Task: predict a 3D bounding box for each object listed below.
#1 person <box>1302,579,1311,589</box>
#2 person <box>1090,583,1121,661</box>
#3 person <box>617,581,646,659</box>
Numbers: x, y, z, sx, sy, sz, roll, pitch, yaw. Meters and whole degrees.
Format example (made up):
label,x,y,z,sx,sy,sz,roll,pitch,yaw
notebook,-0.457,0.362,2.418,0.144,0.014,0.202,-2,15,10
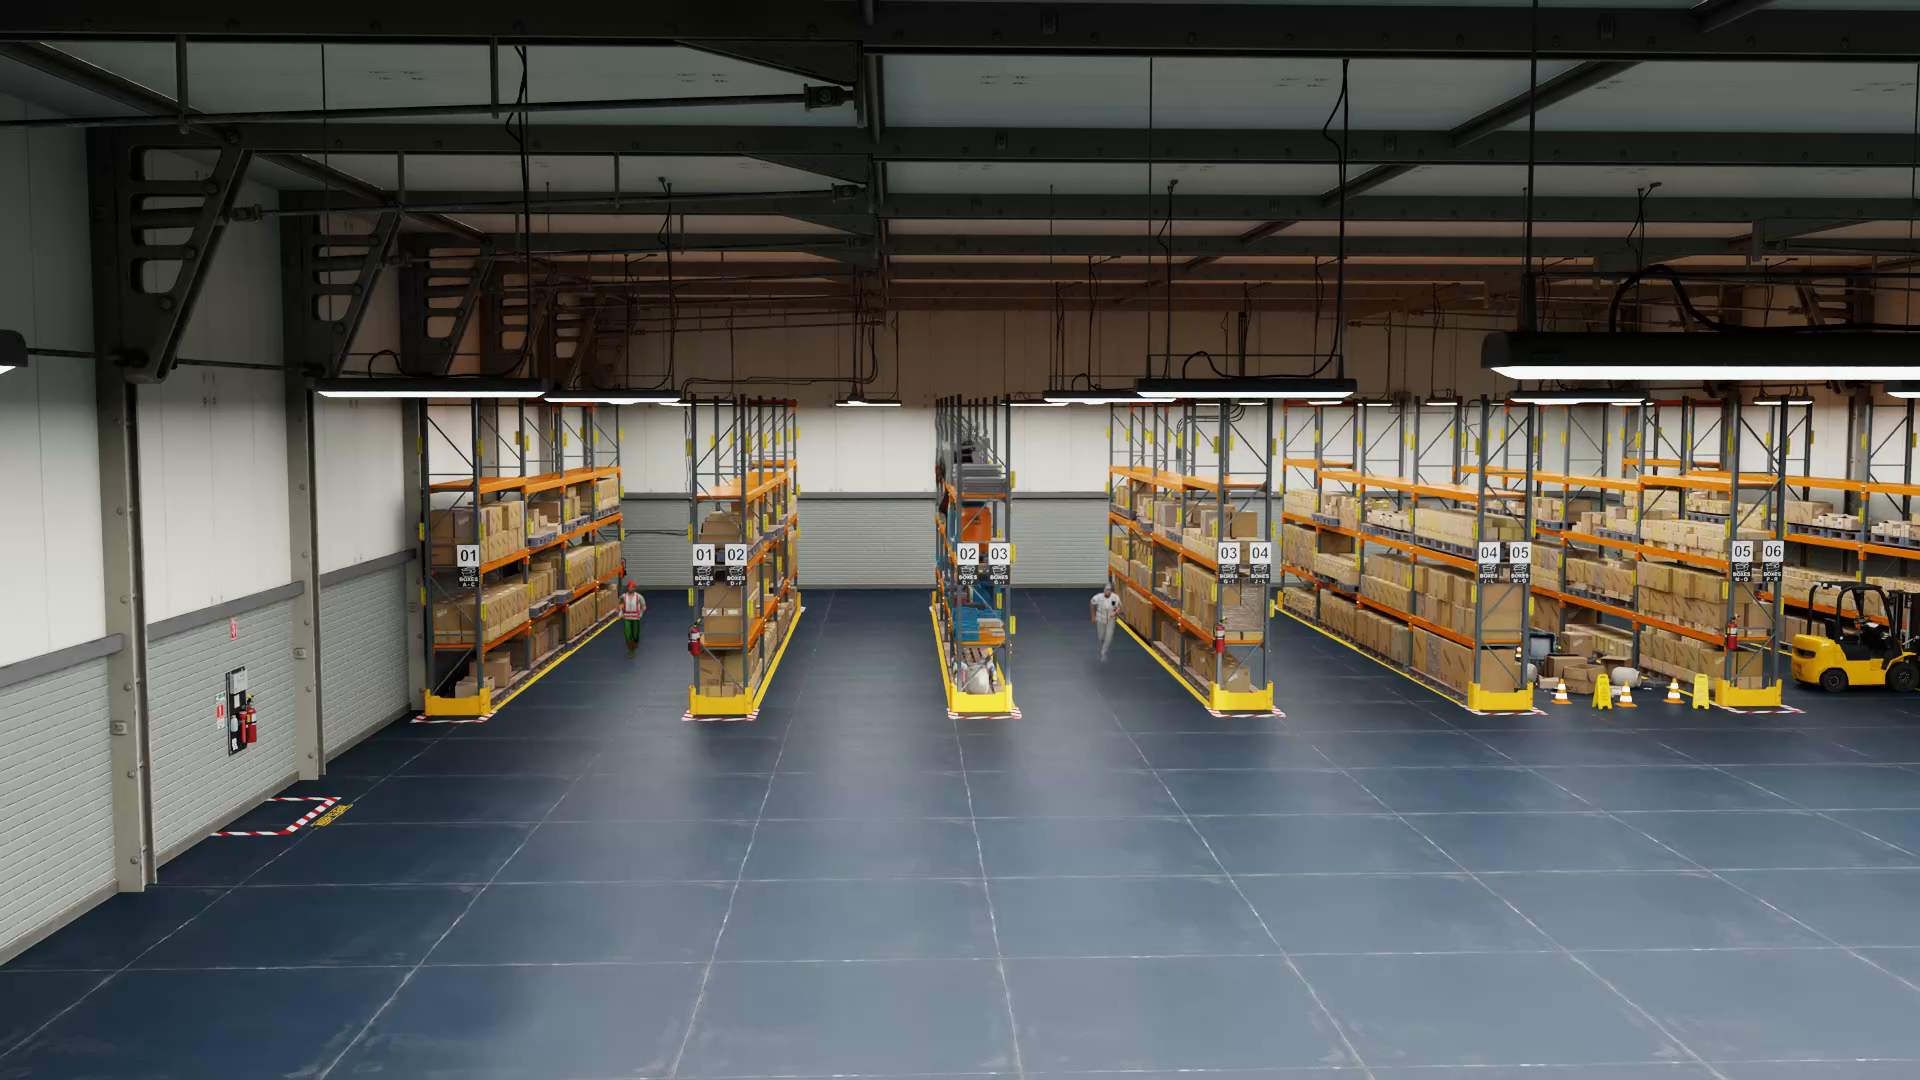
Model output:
label,x,y,z,sx,sy,sz,roll,pitch,yaw
person,10.341,1.057,48.896,0.617,1.662,0.644,4,6,39
person,3.152,1.766,36.058,0.638,1.709,0.762,0,5,-6
person,-7.594,1.829,38.426,0.656,1.774,0.845,-1,5,-7
